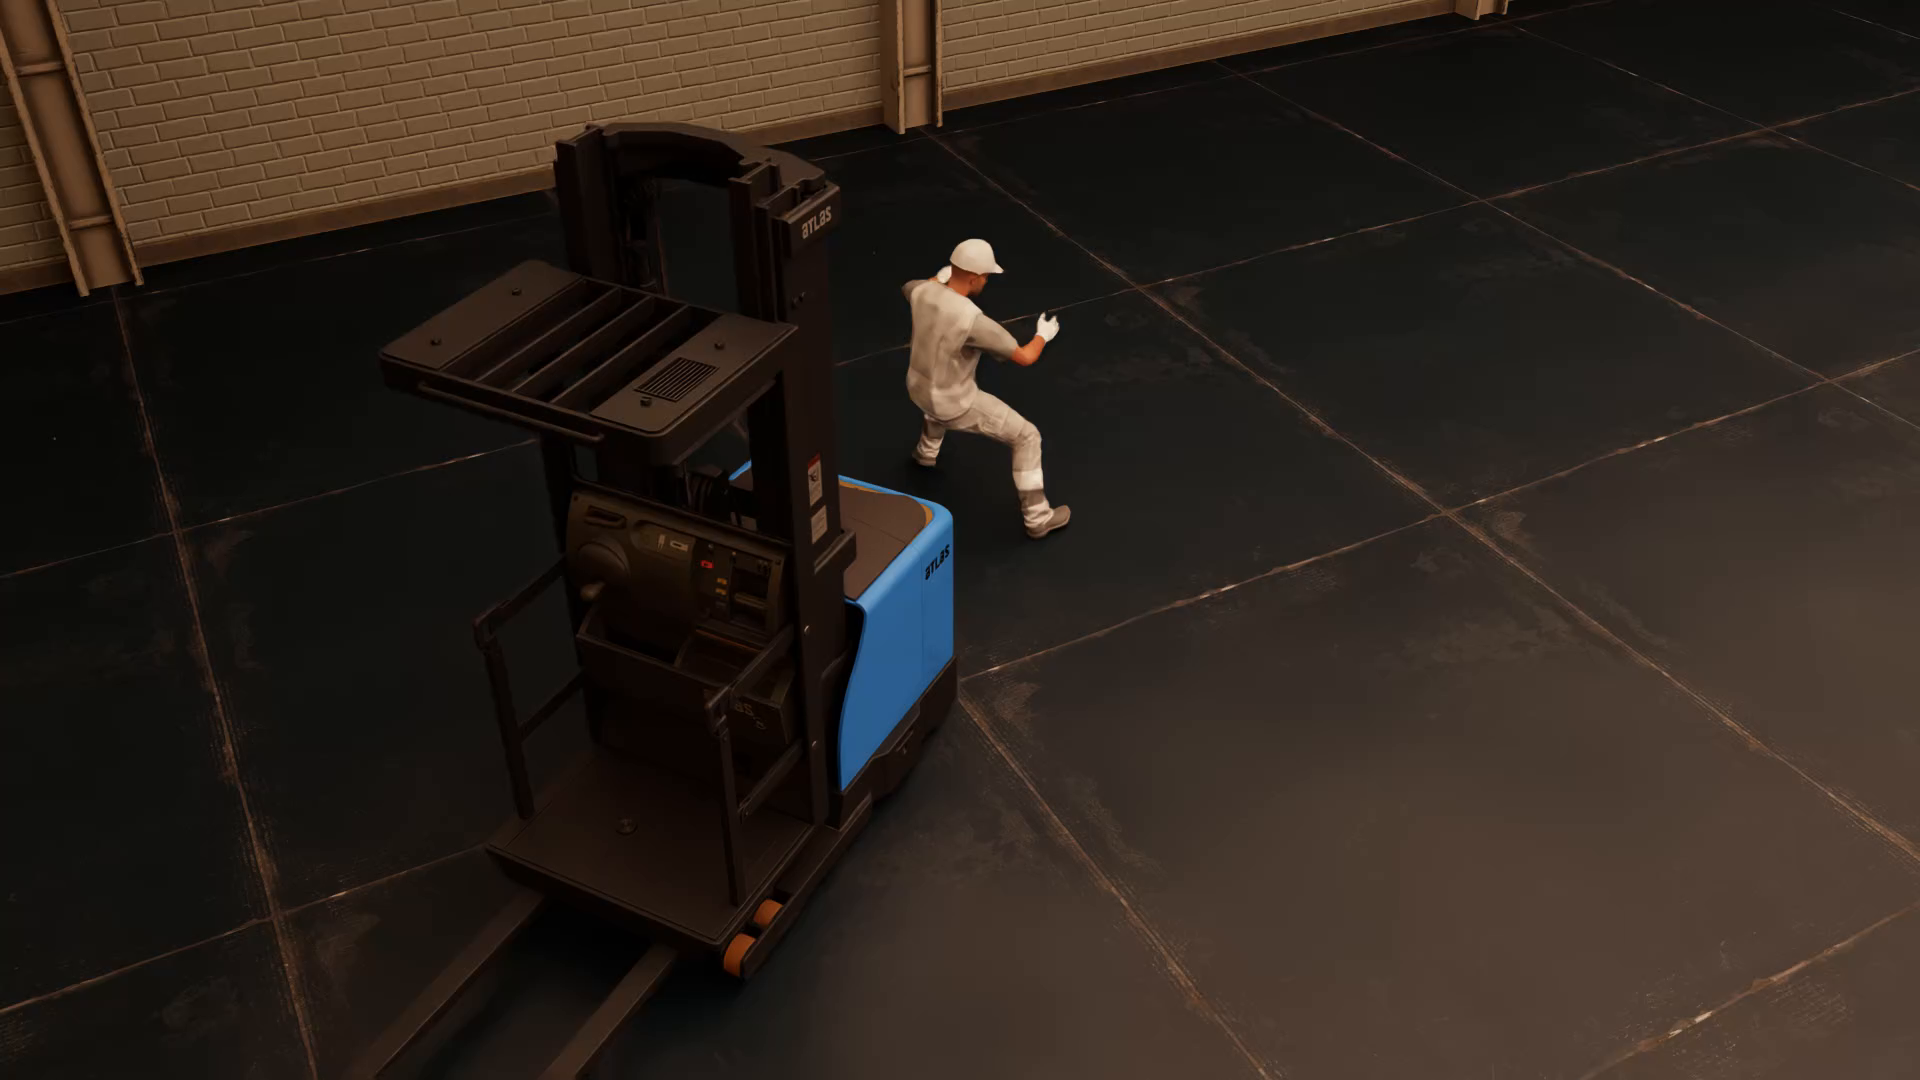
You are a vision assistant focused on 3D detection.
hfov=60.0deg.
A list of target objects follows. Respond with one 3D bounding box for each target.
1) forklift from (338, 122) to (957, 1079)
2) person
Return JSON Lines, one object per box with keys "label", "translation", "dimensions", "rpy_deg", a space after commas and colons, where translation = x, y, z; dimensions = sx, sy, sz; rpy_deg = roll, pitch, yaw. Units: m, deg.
{"label": "forklift", "translation": [-1.136, 0.169, 5.884], "dimensions": [1.130, 2.935, 3.031], "rpy_deg": [17, 38, 22]}
{"label": "person", "translation": [0.088, -0.869, 8.555], "dimensions": [0.753, 1.548, 1.060], "rpy_deg": [-24, 42, -30]}
